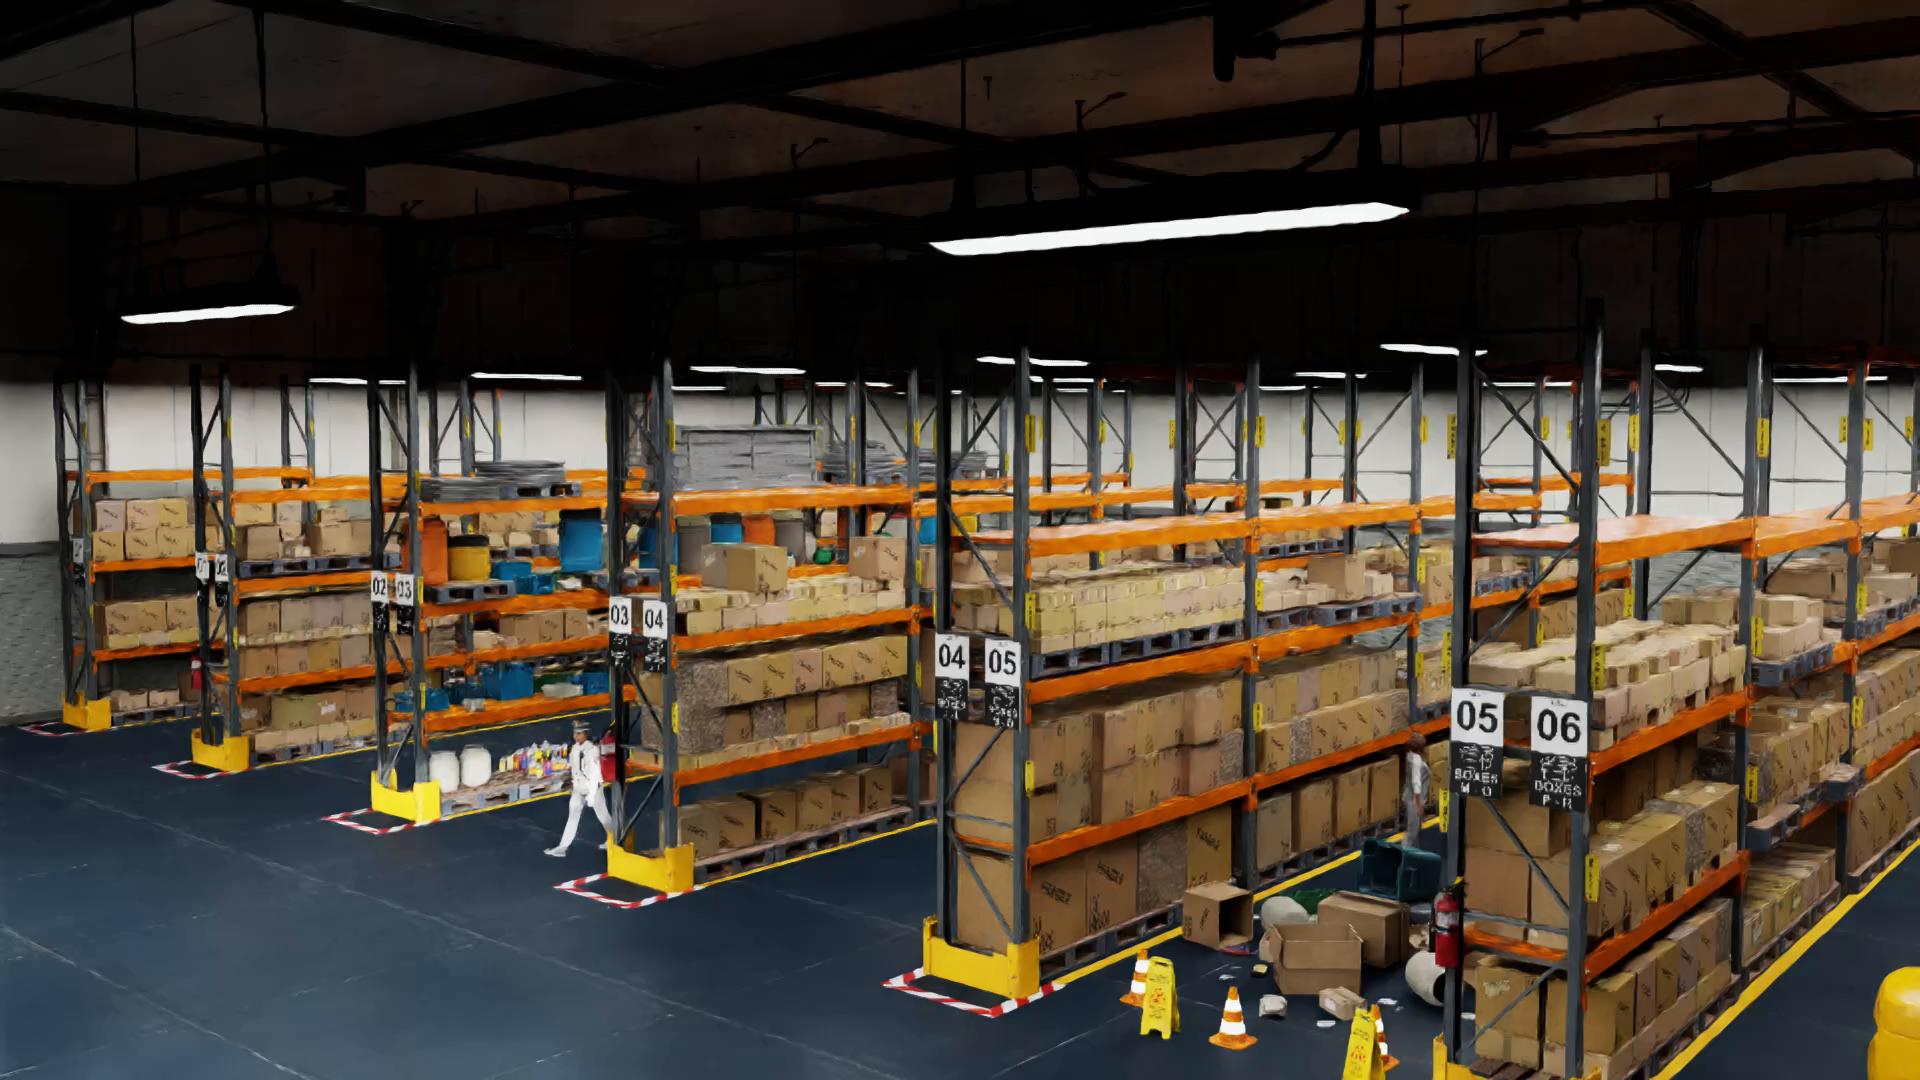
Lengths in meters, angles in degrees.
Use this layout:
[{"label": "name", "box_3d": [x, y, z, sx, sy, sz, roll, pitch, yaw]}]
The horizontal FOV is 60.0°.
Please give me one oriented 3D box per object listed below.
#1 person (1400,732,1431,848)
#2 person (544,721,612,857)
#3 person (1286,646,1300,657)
[{"label": "person", "box_3d": [5.215, 3.045, 18.956, 0.406, 1.482, 0.468, 1, 4, 10]}, {"label": "person", "box_3d": [-4.430, 2.917, 19.619, 0.502, 1.613, 1.027, 3, 5, 34]}, {"label": "person", "box_3d": [5.280, 2.419, 26.222, 0.677, 1.725, 0.574, 3, 5, 38]}]
